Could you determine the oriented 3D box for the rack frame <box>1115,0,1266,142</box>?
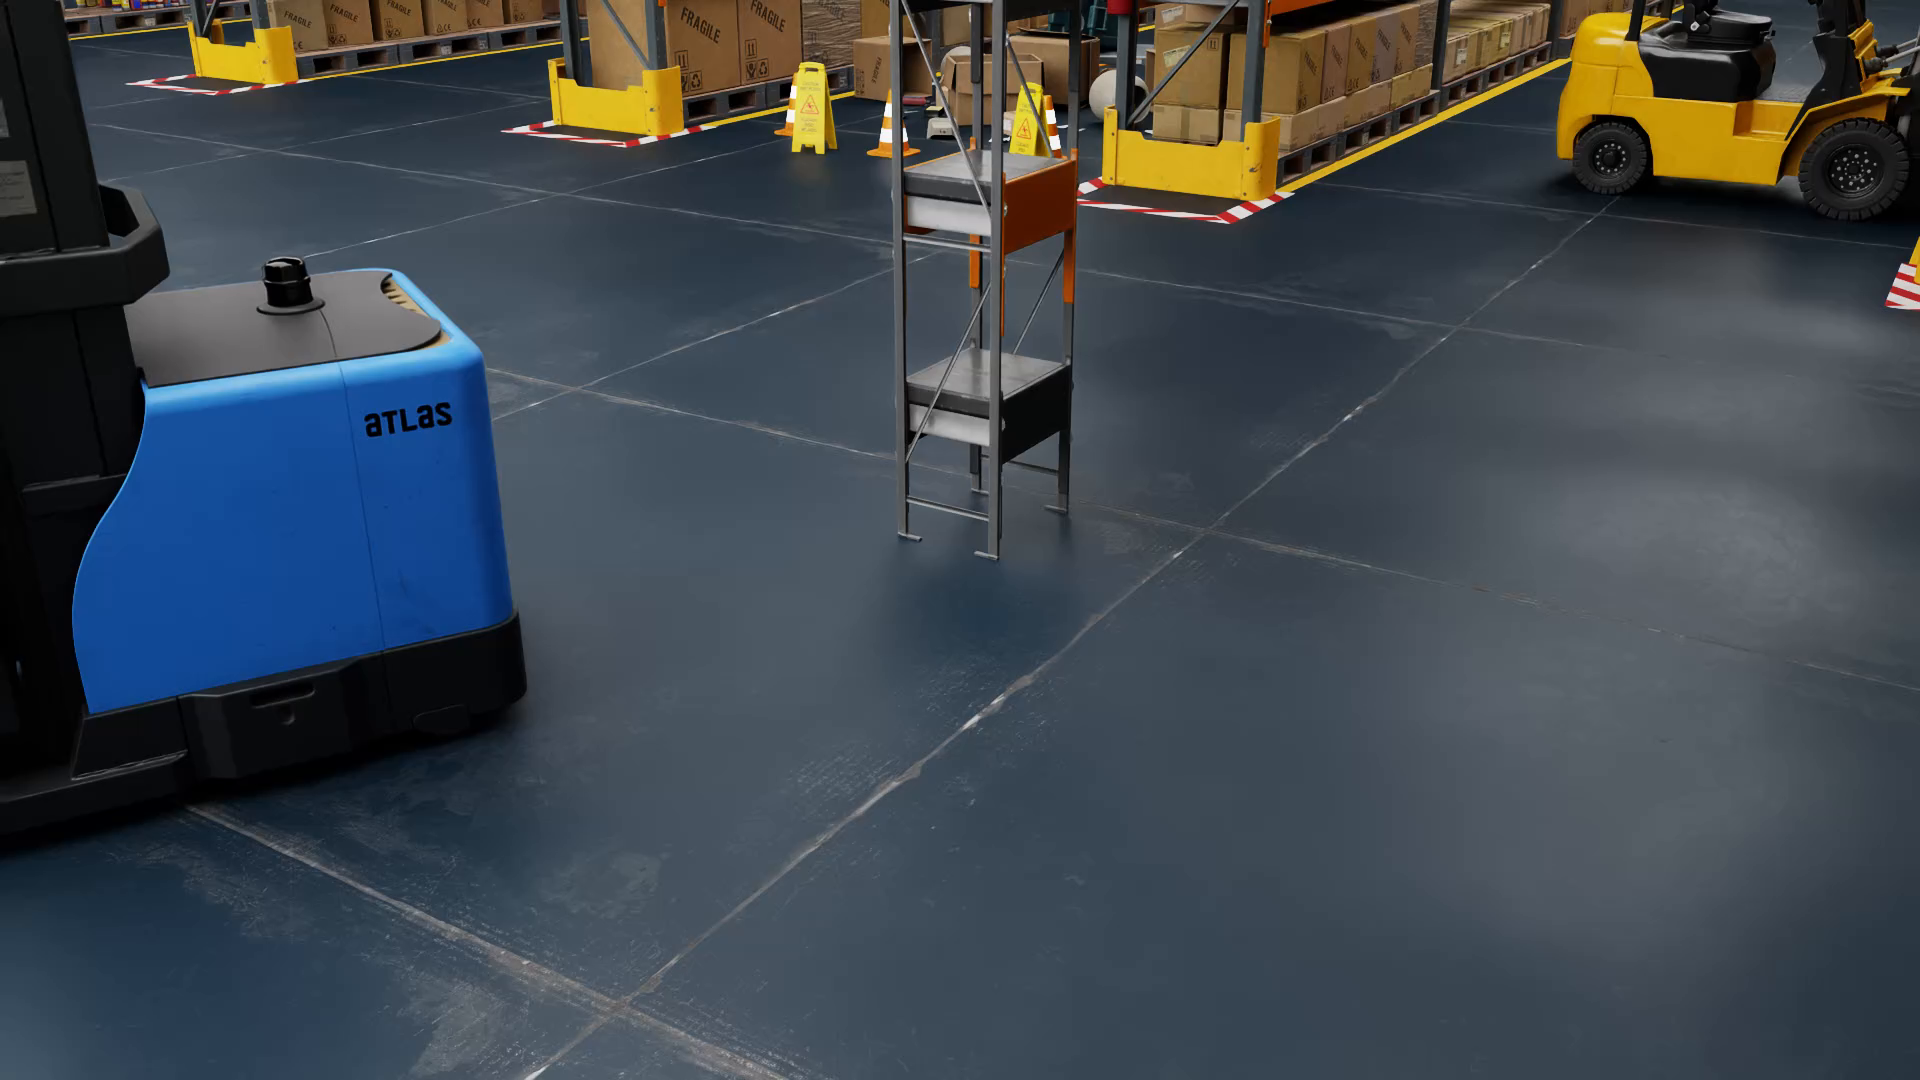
[{"bbox_3d":[1.498,-3.735,10.601,1.000,3.000,0.127,14,27,29],"label":"rack frame"}]

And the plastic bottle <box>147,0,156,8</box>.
[{"bbox_3d":[-9.675,-6.495,19.859,0.097,0.271,0.097,0,23,0],"label":"plastic bottle"}]

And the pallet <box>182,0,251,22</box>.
[{"bbox_3d":[-9.409,-6.702,20.965,1.003,0.211,1.213,14,27,29],"label":"pallet"}]

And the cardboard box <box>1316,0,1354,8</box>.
[{"bbox_3d":[2.795,-4.034,13.281,0.500,0.500,0.500,15,28,31],"label":"cardboard box"}]

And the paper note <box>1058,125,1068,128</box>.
[{"bbox_3d":[0.881,-3.358,13.484,0.142,0.019,0.148,-17,29,-35],"label":"paper note"}]

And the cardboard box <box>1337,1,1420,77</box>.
[{"bbox_3d":[3.257,-3.932,13.045,0.500,0.500,0.500,14,27,30],"label":"cardboard box"}]

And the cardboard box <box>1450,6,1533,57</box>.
[{"bbox_3d":[5.029,-4.982,16.262,0.950,0.372,0.625,13,27,28],"label":"cardboard box"}]

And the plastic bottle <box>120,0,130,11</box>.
[{"bbox_3d":[-9.853,-6.349,19.608,0.097,0.201,0.097,0,23,0],"label":"plastic bottle"}]

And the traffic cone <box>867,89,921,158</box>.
[{"bbox_3d":[-0.494,-3.104,12.337,0.336,0.463,0.334,14,27,29],"label":"traffic cone"}]

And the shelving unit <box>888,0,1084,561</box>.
[{"bbox_3d":[0.087,-1.019,5.462,0.431,2.100,0.503,14,27,29],"label":"shelving unit"}]

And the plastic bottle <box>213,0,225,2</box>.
[{"bbox_3d":[-9.215,-6.843,20.562,0.144,0.351,0.185,12,26,26],"label":"plastic bottle"}]

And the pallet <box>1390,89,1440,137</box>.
[{"bbox_3d":[3.283,-3.571,13.733,1.003,0.211,1.213,14,27,29],"label":"pallet"}]

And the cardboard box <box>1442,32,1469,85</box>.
[{"bbox_3d":[3.882,-4.249,14.569,0.950,0.372,0.625,14,27,30],"label":"cardboard box"}]

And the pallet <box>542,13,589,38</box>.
[{"bbox_3d":[-4.402,-6.145,19.679,1.003,0.211,1.213,14,27,29],"label":"pallet"}]

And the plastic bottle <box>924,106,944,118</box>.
[{"bbox_3d":[-0.212,-3.618,14.031,0.133,0.061,0.283,5,24,11],"label":"plastic bottle"}]

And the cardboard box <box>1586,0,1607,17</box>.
[{"bbox_3d":[6.627,-6.168,18.369,0.875,0.875,0.875,14,27,30],"label":"cardboard box"}]

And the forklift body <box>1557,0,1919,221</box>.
[{"bbox_3d":[5.167,-3.329,10.732,2.313,2.155,1.214,14,27,29],"label":"forklift body"}]

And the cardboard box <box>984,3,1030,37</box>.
[{"bbox_3d":[0.112,-5.801,17.679,1.050,0.750,0.750,14,27,29],"label":"cardboard box"}]

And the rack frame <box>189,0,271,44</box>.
[{"bbox_3d":[-6.921,-5.811,15.399,1.000,3.000,0.127,14,27,29],"label":"rack frame"}]

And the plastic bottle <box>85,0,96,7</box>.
[{"bbox_3d":[-10.487,-6.560,19.992,0.061,0.283,0.133,15,27,30],"label":"plastic bottle"}]

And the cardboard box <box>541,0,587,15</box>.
[{"bbox_3d":[-4.469,-6.419,19.395,0.700,0.500,0.500,12,26,25],"label":"cardboard box"}]

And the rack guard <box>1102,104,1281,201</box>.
[{"bbox_3d":[1.538,-2.613,11.157,1.175,0.500,0.348,14,27,29],"label":"rack guard"}]

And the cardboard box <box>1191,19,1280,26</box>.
[{"bbox_3d":[1.971,-3.512,12.075,0.500,0.500,0.500,15,28,31],"label":"cardboard box"}]

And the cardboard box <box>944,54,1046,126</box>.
[{"bbox_3d":[0.273,-3.712,13.692,0.797,0.503,0.637,-3,24,-7],"label":"cardboard box"}]

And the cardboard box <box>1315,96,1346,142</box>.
[{"bbox_3d":[2.434,-3.051,11.953,0.500,0.250,0.500,15,28,31],"label":"cardboard box"}]

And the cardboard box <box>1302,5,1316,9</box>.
[{"bbox_3d":[2.541,-4.220,12.894,0.380,0.149,0.250,16,28,32],"label":"cardboard box"}]

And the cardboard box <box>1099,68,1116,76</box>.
[{"bbox_3d":[1.355,-4.005,14.667,0.258,0.266,0.396,-3,24,-7],"label":"cardboard box"}]

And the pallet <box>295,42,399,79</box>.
[{"bbox_3d":[-6.423,-4.824,16.628,1.003,0.211,1.213,14,27,29],"label":"pallet"}]

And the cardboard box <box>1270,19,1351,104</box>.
[{"bbox_3d":[2.442,-3.410,11.839,0.500,0.500,0.500,13,26,27],"label":"cardboard box"}]

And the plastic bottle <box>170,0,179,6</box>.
[{"bbox_3d":[-9.514,-6.566,20.110,0.097,0.201,0.097,0,23,0],"label":"plastic bottle"}]

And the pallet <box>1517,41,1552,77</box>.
[{"bbox_3d":[5.304,-4.892,16.784,1.003,0.211,1.213,14,27,29],"label":"pallet"}]

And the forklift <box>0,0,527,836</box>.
[{"bbox_3d":[-2.737,-0.728,3.742,3.031,2.935,1.130,-13,26,-27],"label":"forklift"}]

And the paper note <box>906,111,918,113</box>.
[{"bbox_3d":[-0.413,-3.648,14.164,0.123,0.001,0.032,-12,26,-26],"label":"paper note"}]

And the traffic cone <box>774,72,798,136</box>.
[{"bbox_3d":[-1.274,-3.455,13.149,0.336,0.463,0.334,14,27,29],"label":"traffic cone"}]

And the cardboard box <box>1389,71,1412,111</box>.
[{"bbox_3d":[3.252,-3.578,13.172,0.500,0.250,0.500,13,27,28],"label":"cardboard box"}]

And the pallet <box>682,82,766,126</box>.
[{"bbox_3d":[-2.406,-3.744,14.134,1.003,0.211,1.213,14,27,29],"label":"pallet"}]

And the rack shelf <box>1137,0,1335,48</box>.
[{"bbox_3d":[2.553,-4.080,12.303,1.077,0.370,4.000,14,27,29],"label":"rack shelf"}]

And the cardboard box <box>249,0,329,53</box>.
[{"bbox_3d":[-6.578,-5.064,16.290,0.500,0.500,0.500,20,30,38],"label":"cardboard box"}]

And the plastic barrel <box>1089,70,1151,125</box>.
[{"bbox_3d":[1.301,-3.567,13.456,0.421,0.421,0.512,-7,24,-17],"label":"plastic barrel"}]

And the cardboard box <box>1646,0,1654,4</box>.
[{"bbox_3d":[8.250,-6.991,20.820,0.875,0.438,0.875,13,27,28],"label":"cardboard box"}]

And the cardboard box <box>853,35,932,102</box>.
[{"bbox_3d":[-0.598,-4.203,14.826,0.500,0.500,0.500,20,30,38],"label":"cardboard box"}]

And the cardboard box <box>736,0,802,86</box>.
[{"bbox_3d":[-1.997,-4.496,14.505,0.875,0.875,0.875,13,27,28],"label":"cardboard box"}]

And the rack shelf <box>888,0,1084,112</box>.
[{"bbox_3d":[0.087,-1.649,5.189,0.431,0.518,0.480,14,27,29],"label":"rack shelf"}]

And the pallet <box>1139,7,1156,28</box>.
[{"bbox_3d":[1.872,-6.422,20.318,1.003,0.211,1.213,14,27,29],"label":"pallet"}]

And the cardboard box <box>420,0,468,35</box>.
[{"bbox_3d":[-5.613,-5.660,17.665,0.500,0.500,0.500,11,26,24],"label":"cardboard box"}]
